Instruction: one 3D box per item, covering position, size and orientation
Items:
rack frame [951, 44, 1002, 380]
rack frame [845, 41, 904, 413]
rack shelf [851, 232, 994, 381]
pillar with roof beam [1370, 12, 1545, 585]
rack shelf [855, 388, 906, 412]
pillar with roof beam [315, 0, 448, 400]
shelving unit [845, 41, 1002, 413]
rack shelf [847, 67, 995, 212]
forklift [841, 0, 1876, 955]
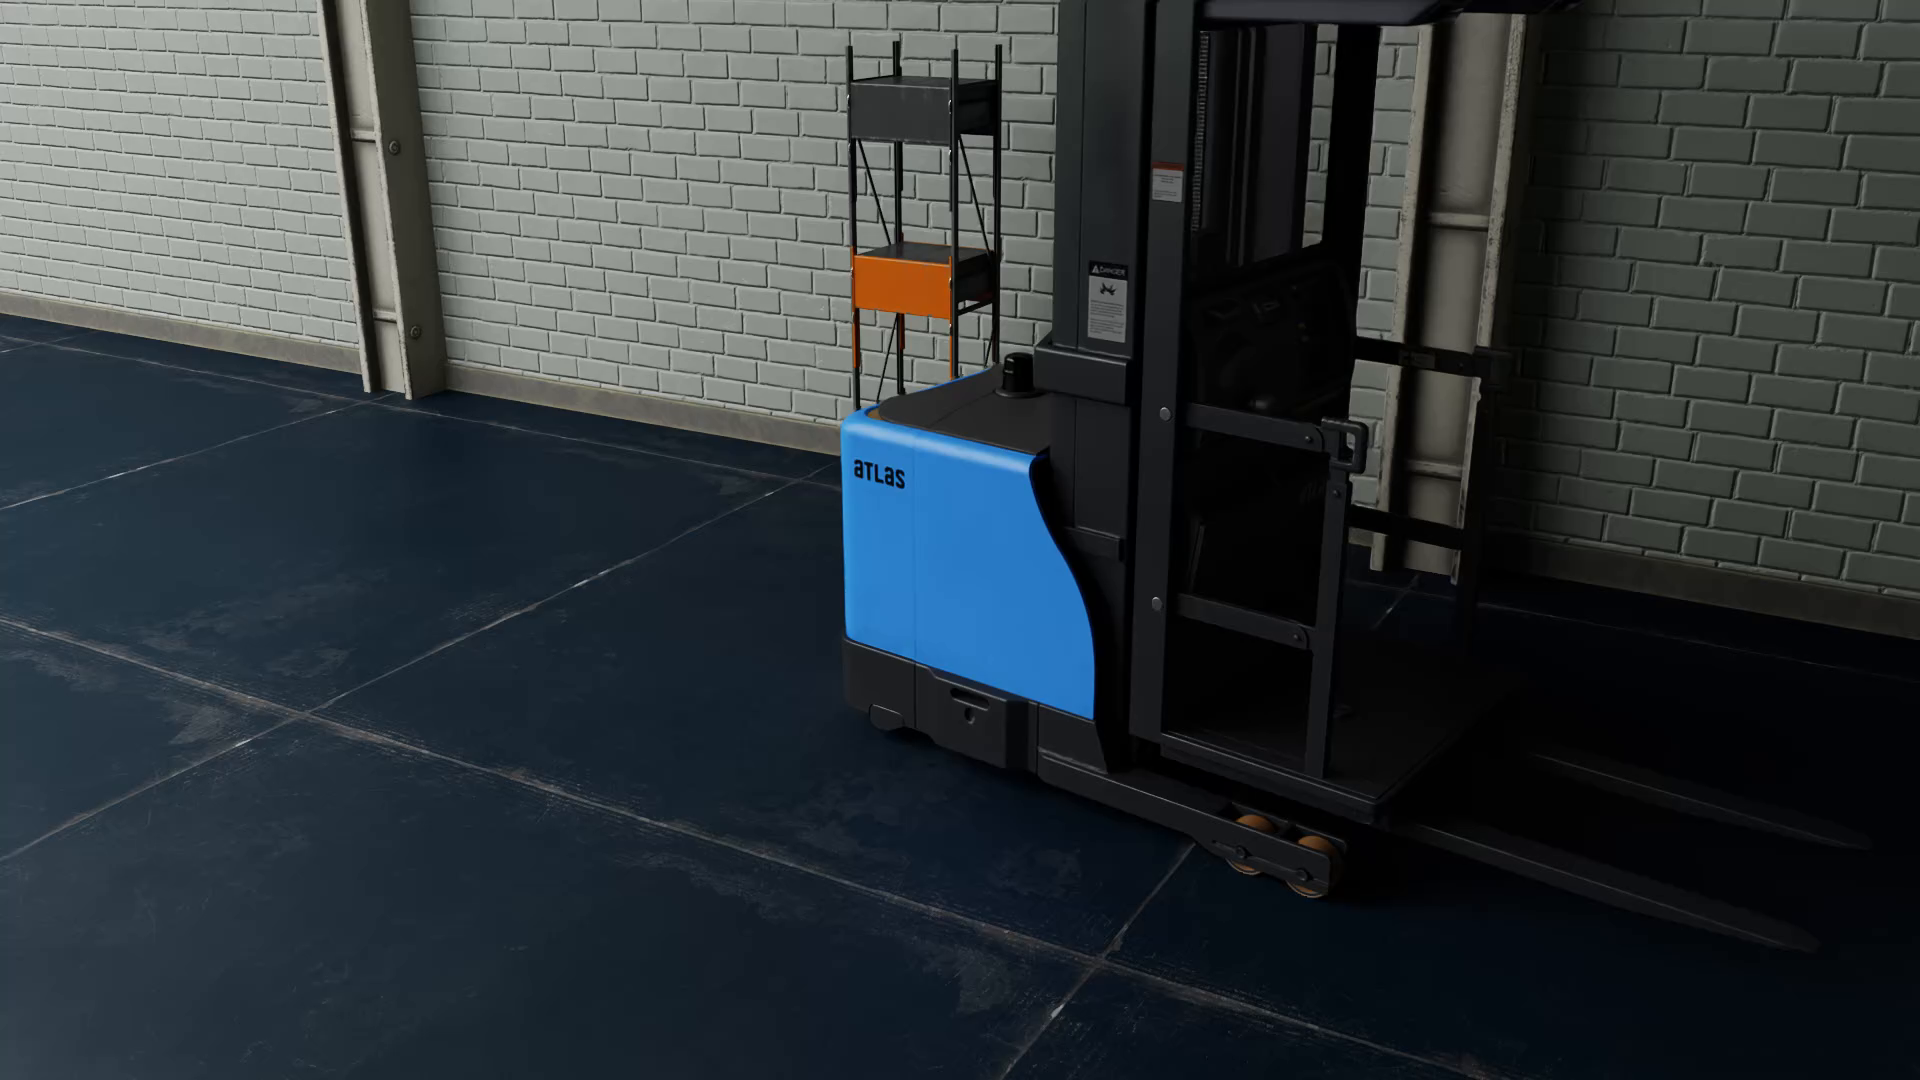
[{"bbox_3d":[0.069,-0.974,6.971,0.015,2.100,0.400,11,23,27],"label":"rack frame"},{"bbox_3d":[-0.358,-1.055,7.195,0.015,2.100,0.400,11,23,27],"label":"rack frame"},{"bbox_3d":[-0.145,-1.002,7.088,0.480,0.518,0.431,11,23,27],"label":"rack shelf"},{"bbox_3d":[-0.121,-2.839,1.994,0.400,9.000,9.100,11,23,27],"label":"pillar with roof beam"},{"bbox_3d":[-0.144,-0.344,7.326,0.480,0.518,0.431,11,23,27],"label":"rack shelf"},{"bbox_3d":[-5.359,-3.836,4.745,0.400,9.000,9.100,11,23,27],"label":"pillar with roof beam"},{"bbox_3d":[-0.145,-1.015,7.083,0.503,2.100,0.431,11,23,27],"label":"shelving unit"},{"bbox_3d":[-0.145,-1.660,6.849,0.480,0.518,0.431,11,23,27],"label":"rack shelf"},{"bbox_3d":[1.071,-0.588,4.687,3.031,2.935,1.130,15,25,36],"label":"forklift"}]
